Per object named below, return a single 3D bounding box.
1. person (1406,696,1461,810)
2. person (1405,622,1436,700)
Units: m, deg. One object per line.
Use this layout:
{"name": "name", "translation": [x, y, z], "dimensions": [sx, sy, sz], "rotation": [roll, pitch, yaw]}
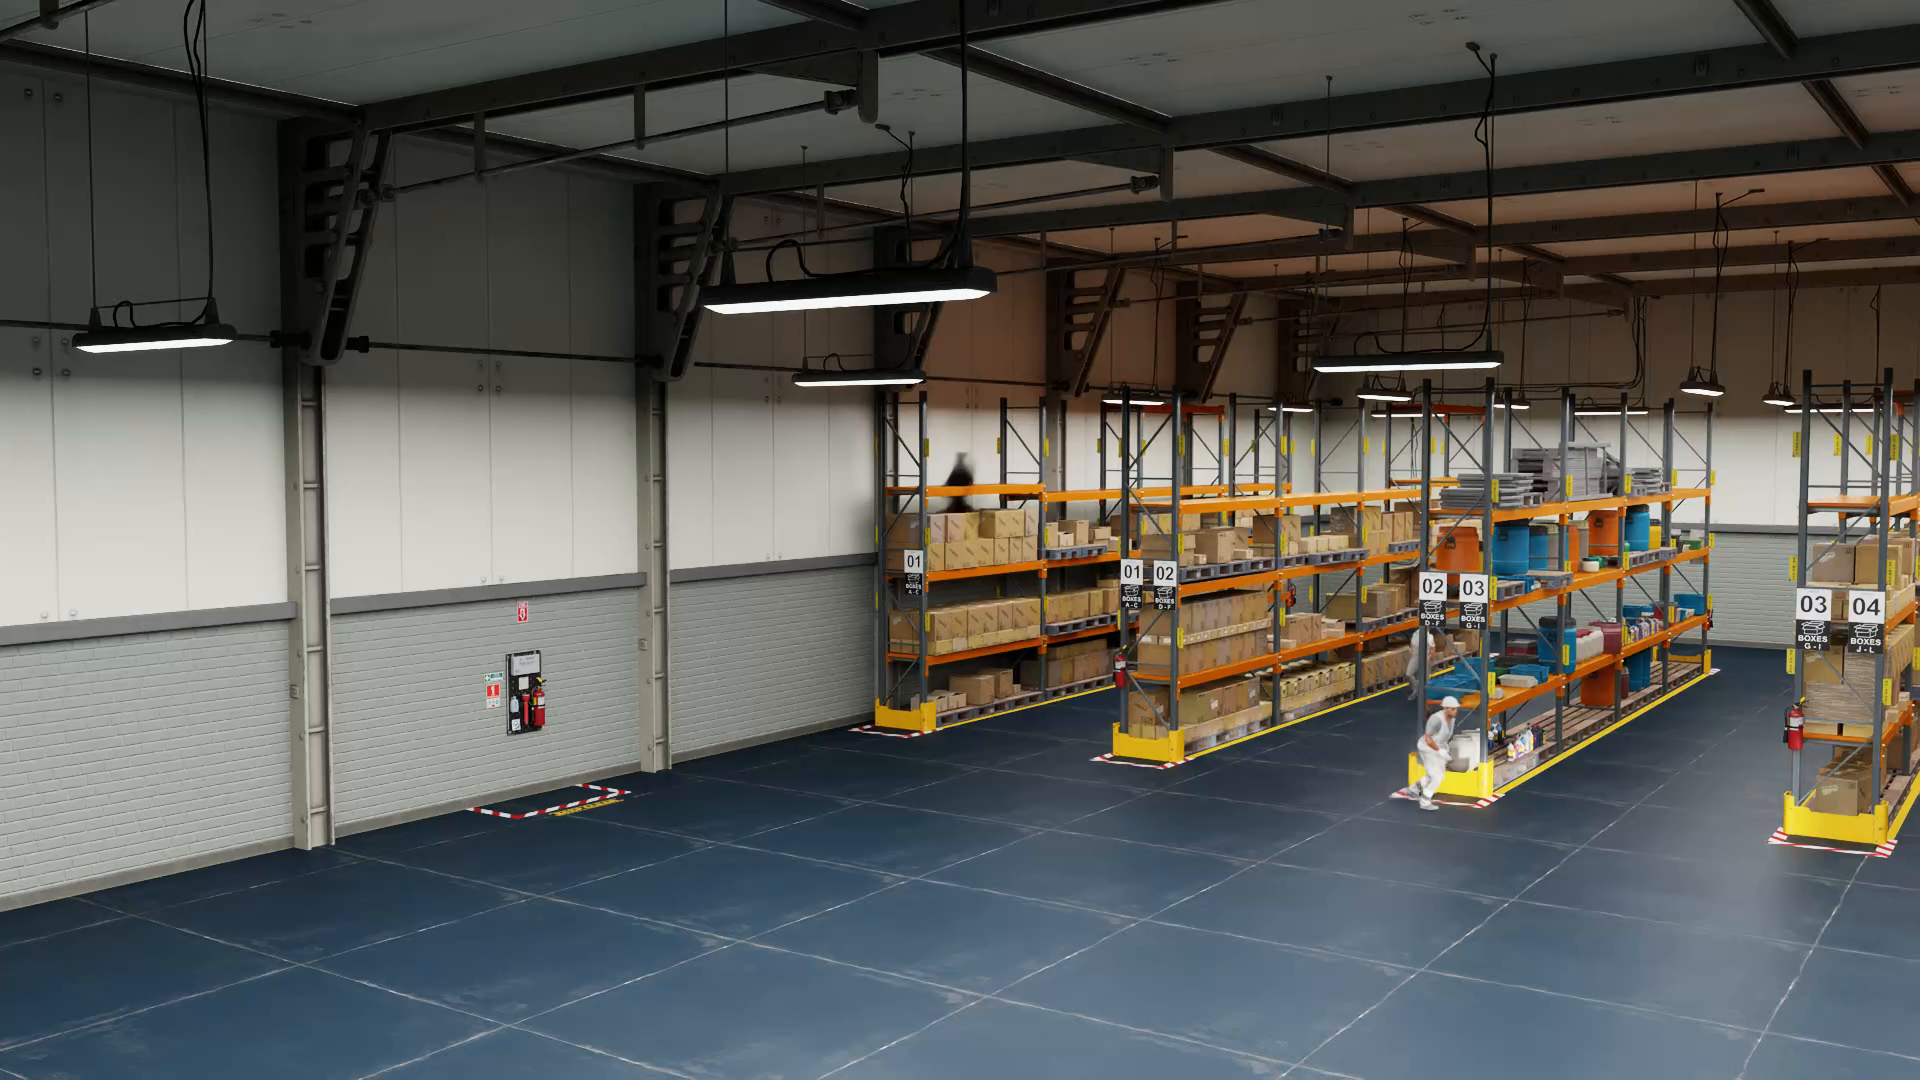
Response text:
{"name": "person", "translation": [6.499, 2.914, 22.859], "dimensions": [0.642, 1.626, 0.911], "rotation": [-3, 4, -45]}
{"name": "person", "translation": [9.123, 2.374, 32.749], "dimensions": [0.584, 1.596, 0.745], "rotation": [3, 4, 39]}
